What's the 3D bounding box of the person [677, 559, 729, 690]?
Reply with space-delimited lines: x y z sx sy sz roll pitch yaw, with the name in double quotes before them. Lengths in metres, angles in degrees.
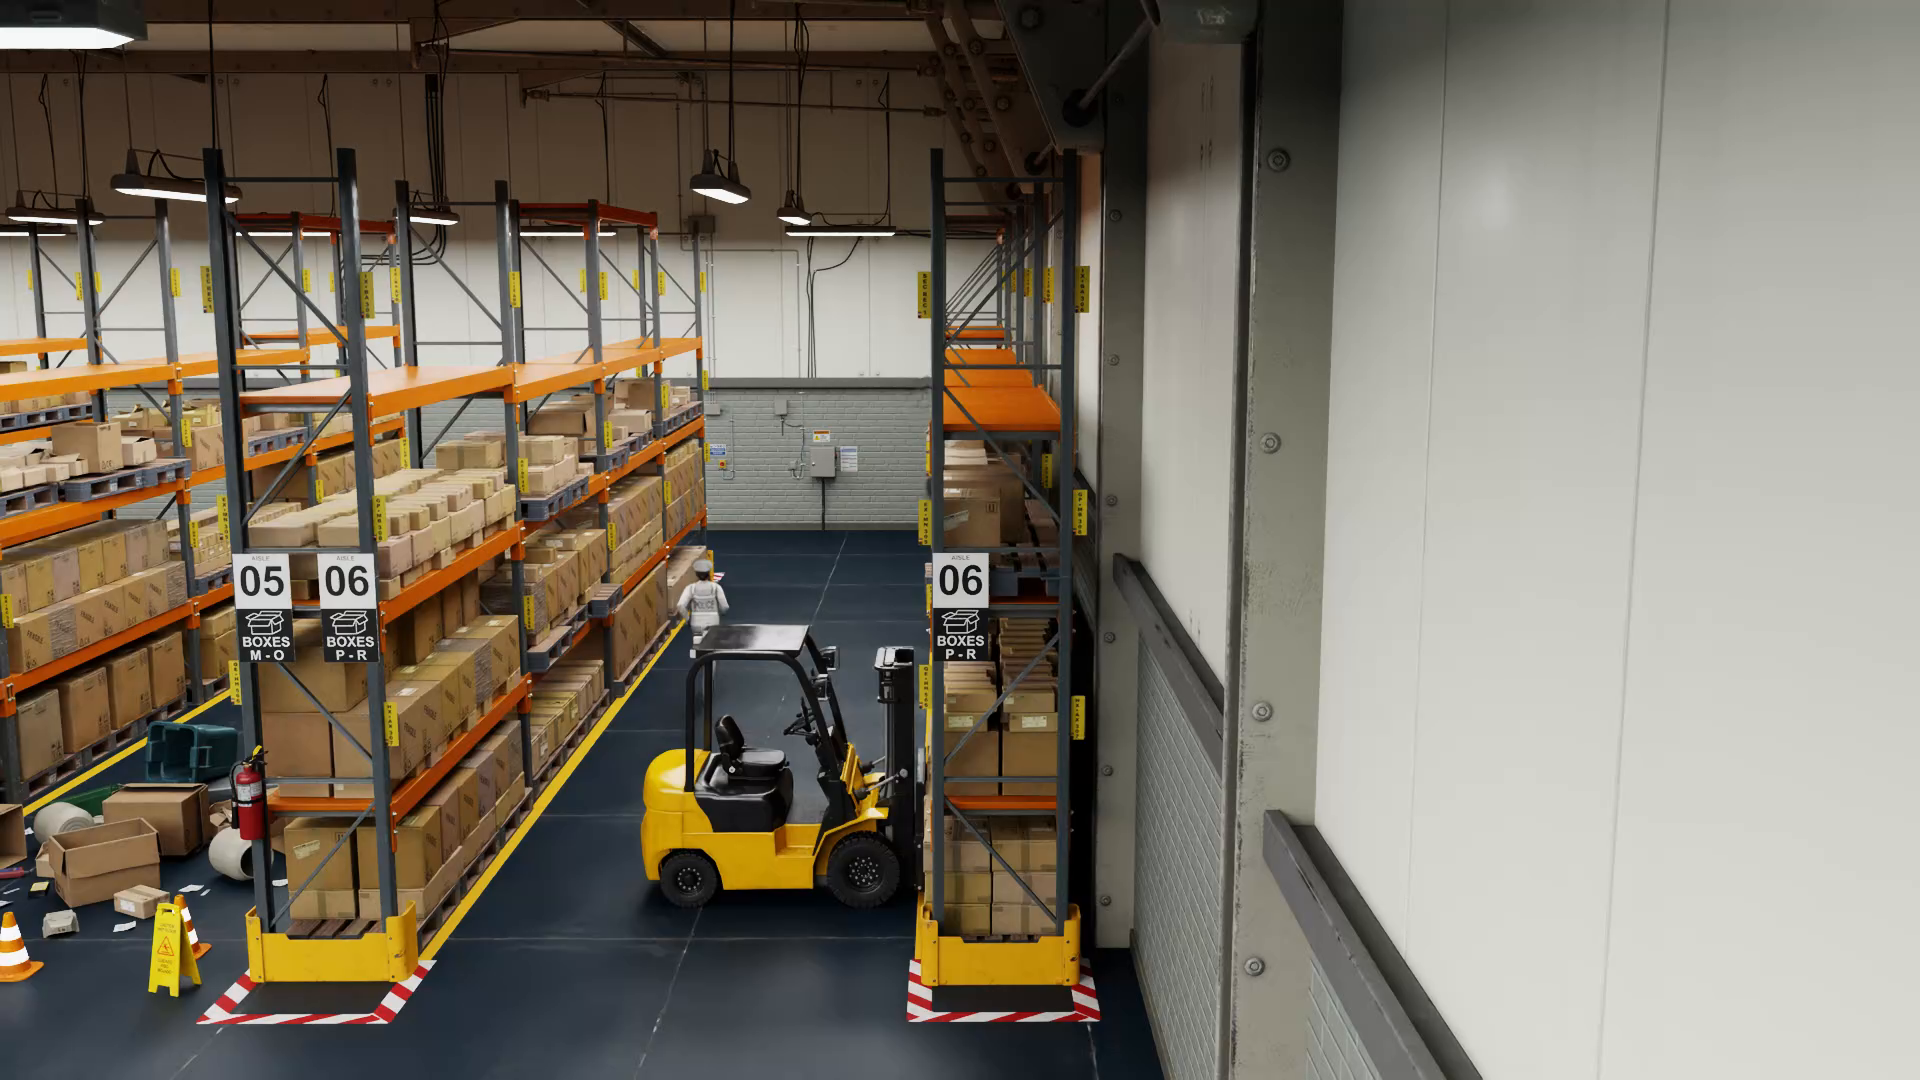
"person" -3.140 1.020 20.359 0.627 1.556 0.848 -1 9 -8
